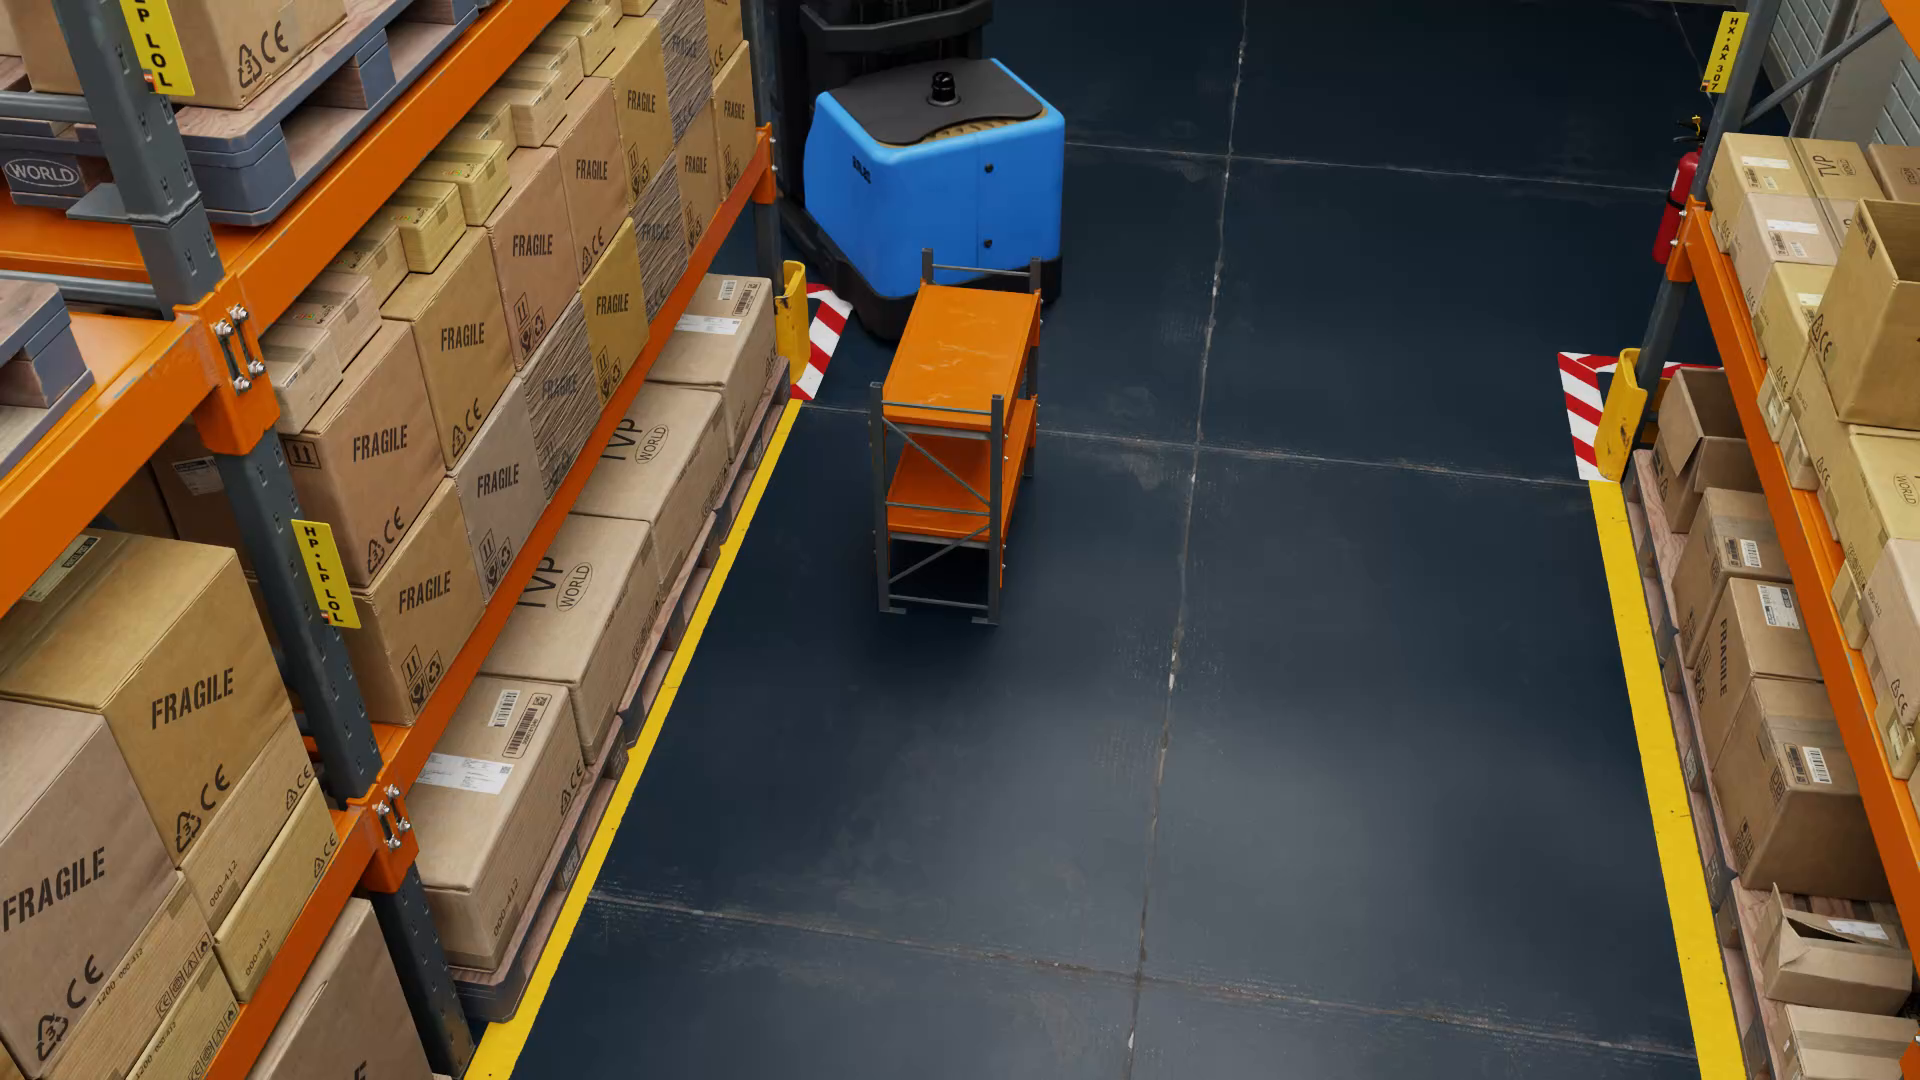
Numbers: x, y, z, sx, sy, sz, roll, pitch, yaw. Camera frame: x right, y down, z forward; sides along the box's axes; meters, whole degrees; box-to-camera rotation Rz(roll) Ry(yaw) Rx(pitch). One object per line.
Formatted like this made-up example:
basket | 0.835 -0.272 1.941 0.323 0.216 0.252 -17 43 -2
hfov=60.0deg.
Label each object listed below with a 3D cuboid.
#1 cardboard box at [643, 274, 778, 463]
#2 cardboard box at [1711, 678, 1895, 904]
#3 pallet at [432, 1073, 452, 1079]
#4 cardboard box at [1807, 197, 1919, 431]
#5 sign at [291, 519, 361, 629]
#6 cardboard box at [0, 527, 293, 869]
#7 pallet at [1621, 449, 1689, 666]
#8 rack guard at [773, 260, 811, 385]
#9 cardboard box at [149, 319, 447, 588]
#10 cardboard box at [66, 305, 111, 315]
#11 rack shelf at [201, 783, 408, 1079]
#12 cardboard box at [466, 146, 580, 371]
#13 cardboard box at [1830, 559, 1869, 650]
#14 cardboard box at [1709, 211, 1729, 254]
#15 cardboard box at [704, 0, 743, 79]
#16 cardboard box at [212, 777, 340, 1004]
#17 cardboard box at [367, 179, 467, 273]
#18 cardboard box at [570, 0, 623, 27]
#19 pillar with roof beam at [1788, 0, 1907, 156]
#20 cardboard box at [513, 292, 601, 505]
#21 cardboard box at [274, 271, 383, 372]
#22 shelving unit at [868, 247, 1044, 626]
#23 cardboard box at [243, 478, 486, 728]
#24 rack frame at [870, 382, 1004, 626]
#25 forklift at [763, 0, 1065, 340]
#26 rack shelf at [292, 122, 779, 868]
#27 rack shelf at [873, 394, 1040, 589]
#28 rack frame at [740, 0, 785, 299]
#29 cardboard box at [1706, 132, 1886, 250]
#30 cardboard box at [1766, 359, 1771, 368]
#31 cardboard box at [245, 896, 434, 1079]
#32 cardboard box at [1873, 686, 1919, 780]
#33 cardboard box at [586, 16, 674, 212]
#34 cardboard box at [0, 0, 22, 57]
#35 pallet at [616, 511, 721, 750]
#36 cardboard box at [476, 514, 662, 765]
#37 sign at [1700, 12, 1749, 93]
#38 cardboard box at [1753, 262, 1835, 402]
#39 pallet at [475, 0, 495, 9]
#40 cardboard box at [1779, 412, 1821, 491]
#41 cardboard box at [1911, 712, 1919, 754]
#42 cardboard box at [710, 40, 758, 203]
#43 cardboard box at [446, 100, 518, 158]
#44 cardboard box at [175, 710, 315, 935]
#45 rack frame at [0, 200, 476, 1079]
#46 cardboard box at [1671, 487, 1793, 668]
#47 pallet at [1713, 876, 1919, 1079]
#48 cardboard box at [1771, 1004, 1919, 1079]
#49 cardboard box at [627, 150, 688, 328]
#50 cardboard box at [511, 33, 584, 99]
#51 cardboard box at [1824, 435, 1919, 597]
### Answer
cardboard box | -1.366 -0.814 7.561 0.875 0.438 0.875 5 40 6
cardboard box | 2.974 0.839 5.513 0.700 0.500 0.500 5 40 6
pallet | -2.102 2.013 4.650 1.003 0.211 1.213 6 40 8
cardboard box | 2.936 -0.669 5.001 0.500 0.500 0.500 7 40 9
sign | -1.506 0.084 3.948 0.100 0.325 0.005 6 40 8
cardboard box | -1.873 0.330 3.634 0.500 0.500 0.500 8 40 9
pallet | 3.389 0.103 6.960 1.003 0.211 1.213 6 40 8
rack guard | -1.346 -1.116 8.208 1.175 0.500 0.348 6 40 8
cardboard box | -1.722 -0.250 4.336 0.500 0.500 0.500 7 40 8
cardboard box | -2.303 -0.457 4.076 0.380 0.149 0.250 6 40 7
rack shelf | -2.389 1.978 3.068 1.077 0.370 4.000 6 40 8
cardboard box | -1.528 -0.887 5.106 0.500 0.500 0.500 7 40 9
cardboard box | 2.787 0.203 4.848 0.380 0.149 0.250 6 40 7
cardboard box | 3.212 -1.247 6.601 0.380 0.149 0.250 6 40 7
cardboard box | -1.199 -2.160 6.645 0.500 0.500 0.500 8 40 9
cardboard box | -1.872 0.813 4.031 0.500 0.250 0.500 5 40 7
cardboard box | -1.598 -0.875 4.582 0.380 0.149 0.250 6 40 7
cardboard box | -1.396 -1.848 5.759 0.380 0.149 0.250 6 40 7
pillar with roof beam | 0.653 -5.899 7.323 9.100 9.000 0.400 6 40 8
cardboard box | -1.520 -0.485 5.404 0.500 0.500 0.500 7 40 8
cardboard box | -1.704 -0.560 4.201 0.380 0.149 0.250 7 40 8
shelving unit | 0.001 -0.438 6.897 0.538 1.125 1.048 6 40 8
cardboard box | -1.704 0.142 4.646 0.500 0.500 0.500 8 40 9
rack frame | -0.087 -0.119 6.511 0.500 1.125 0.032 6 40 8
forklift | -0.561 -3.070 8.663 1.130 2.935 3.031 -17 42 -19
rack shelf | -1.697 -0.532 6.104 1.077 0.370 4.000 6 40 8
rack shelf | 0.001 -0.249 7.053 0.538 0.278 1.000 6 40 8
rack frame | -1.350 -2.065 7.393 1.000 3.000 0.127 6 40 8
cardboard box | 3.195 -1.321 6.378 0.500 0.250 0.500 7 40 8
cardboard box | 3.058 -0.594 5.812 0.380 0.149 0.250 7 40 8
cardboard box | -2.071 1.501 4.419 0.875 0.875 0.875 8 40 9
cardboard box | 2.698 0.528 4.454 0.380 0.149 0.250 7 40 9
cardboard box | -1.350 -1.518 5.869 0.500 0.500 0.500 6 40 7
cardboard box | -2.247 -1.295 3.806 0.396 0.266 0.258 8 40 9
pallet | -1.625 0.284 6.741 1.003 0.211 1.213 6 40 8
cardboard box | -1.674 0.327 6.181 0.875 0.438 0.875 5 40 6
sign | 3.005 -1.913 6.530 0.100 0.325 0.005 6 40 8
cardboard box | 3.024 -0.687 5.611 0.500 0.250 0.500 6 40 7
pallet | -1.677 -1.952 4.972 1.003 0.211 1.213 6 40 8
cardboard box | 2.915 -0.276 5.427 0.380 0.149 0.250 7 40 9
cardboard box | 2.695 0.587 4.070 0.500 0.250 0.500 7 40 9
cardboard box | -1.173 -1.771 6.960 0.500 0.500 0.500 7 40 8
cardboard box | -1.561 -1.205 4.981 0.380 0.149 0.250 6 40 8
cardboard box | -1.879 0.614 3.878 0.500 0.250 0.500 6 40 8
rack frame | -2.043 0.446 4.357 1.000 3.000 0.127 6 40 8
cardboard box | 3.154 0.187 6.301 0.700 0.500 0.500 8 40 9
pallet | 2.967 1.635 5.107 1.003 0.211 1.213 6 40 8
cardboard box | 2.654 1.546 4.934 0.380 0.149 0.250 5 40 6
cardboard box | -1.354 -1.134 6.189 0.500 0.500 0.500 7 40 9
cardboard box | -1.446 -1.522 5.364 0.380 0.149 0.250 8 40 9
cardboard box | 2.866 -0.040 4.829 0.500 0.250 0.500 6 40 7
